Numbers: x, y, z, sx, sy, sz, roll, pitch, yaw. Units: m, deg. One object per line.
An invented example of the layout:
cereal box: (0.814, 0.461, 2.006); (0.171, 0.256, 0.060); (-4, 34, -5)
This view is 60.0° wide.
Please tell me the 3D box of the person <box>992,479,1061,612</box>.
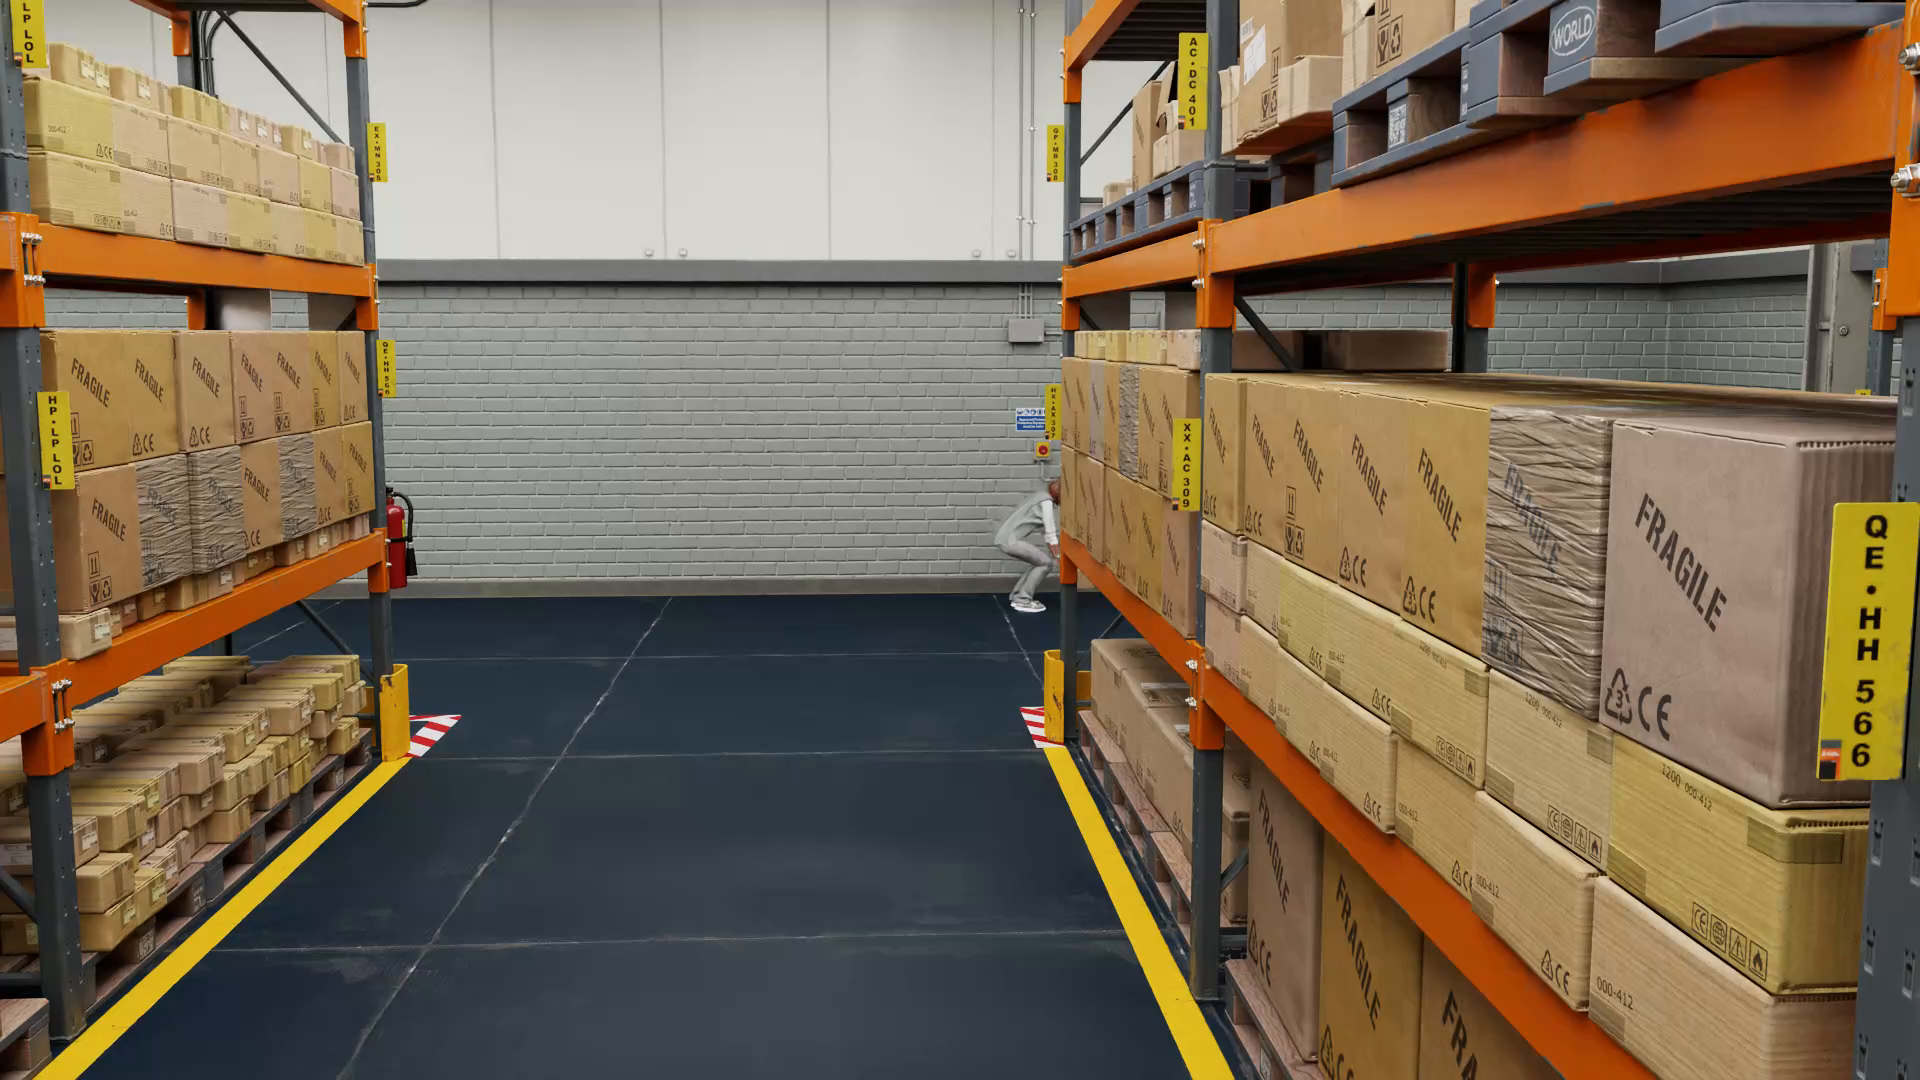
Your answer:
person: (0.645, 0.047, 14.759); (0.720, 1.148, 0.462); (0, 7, -4)
